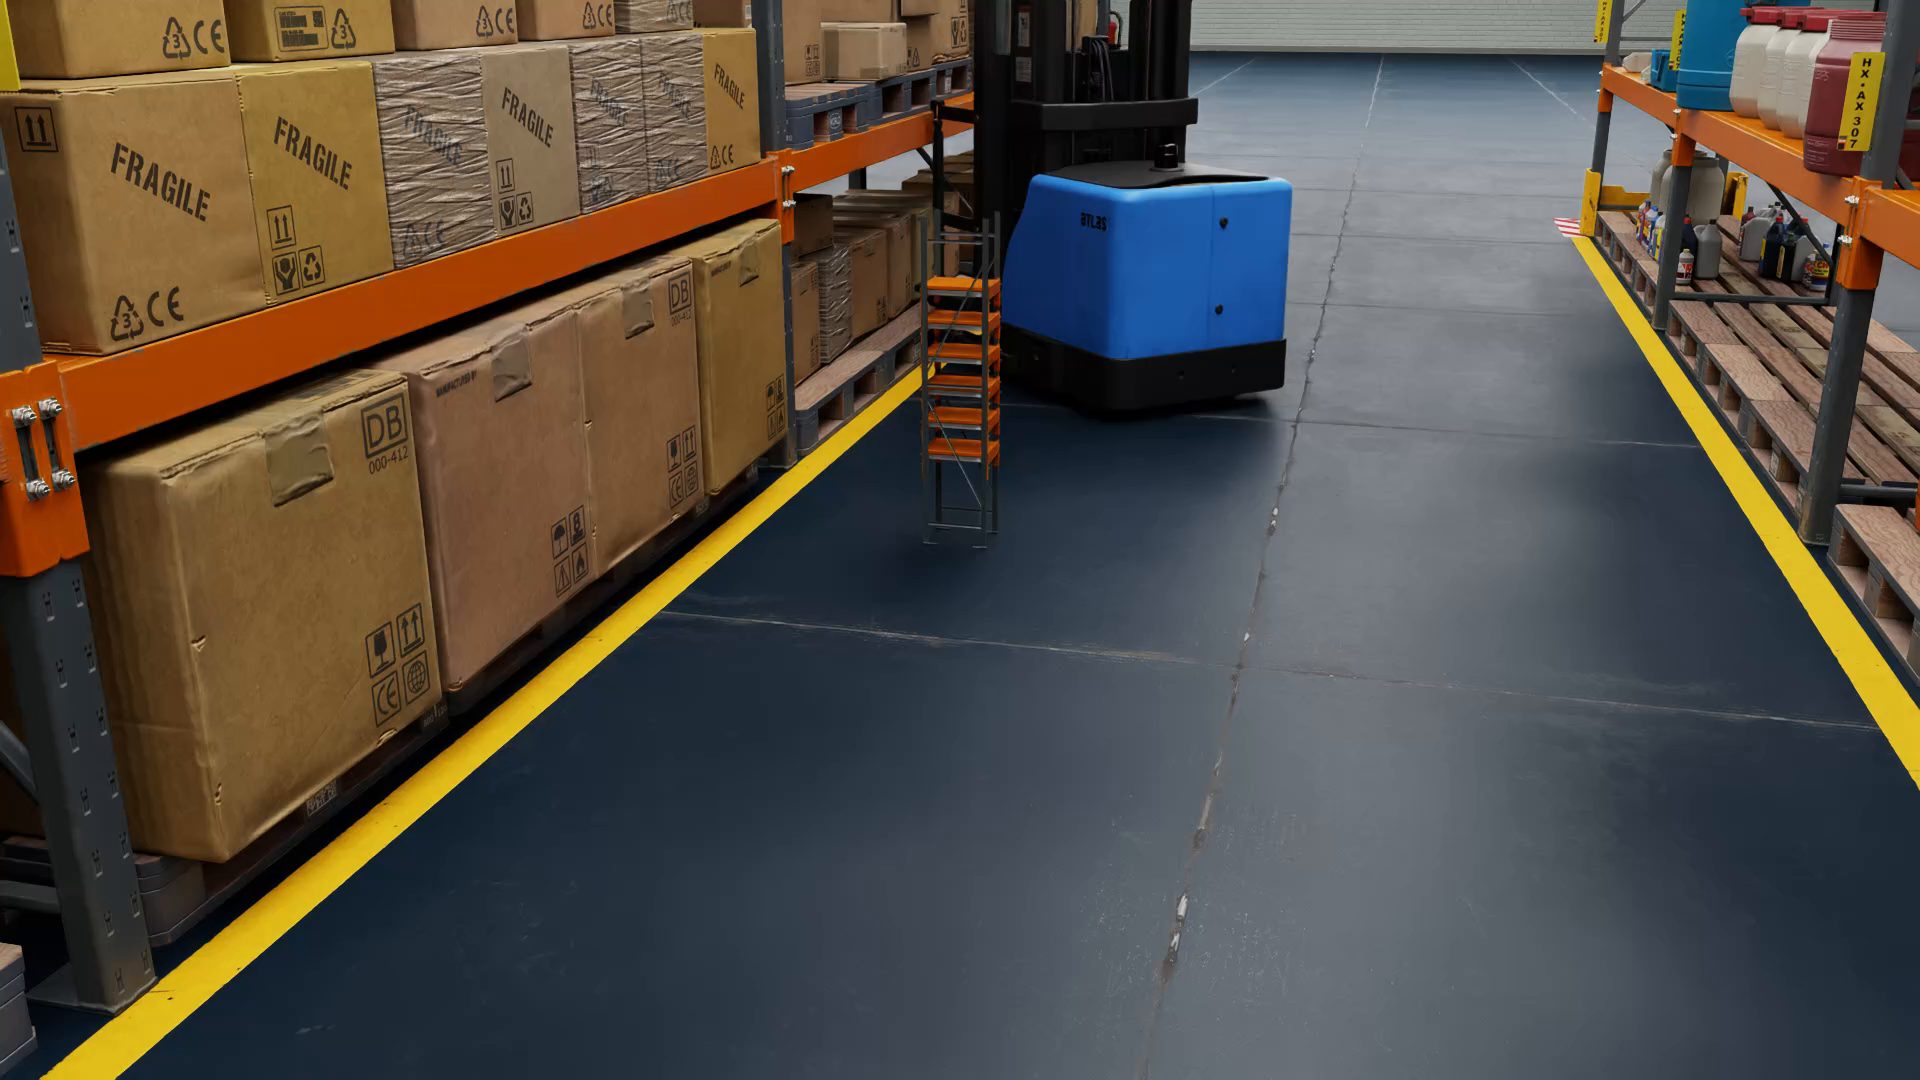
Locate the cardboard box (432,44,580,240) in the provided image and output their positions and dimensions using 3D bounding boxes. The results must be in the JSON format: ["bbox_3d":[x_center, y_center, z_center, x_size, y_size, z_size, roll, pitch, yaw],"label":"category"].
[{"bbox_3d":[-1.454,-1.161,4.792,0.500,0.500,0.500,5,19,14],"label":"cardboard box"}]

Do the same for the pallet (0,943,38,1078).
[{"bbox_3d":[-2.436,1.039,2.819,1.003,0.211,1.213,5,19,13],"label":"pallet"}]

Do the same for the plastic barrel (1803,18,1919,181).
[{"bbox_3d":[3.425,-1.609,6.047,0.600,0.536,0.708,5,19,13],"label":"plastic barrel"}]

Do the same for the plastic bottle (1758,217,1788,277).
[{"bbox_3d":[5.043,-1.815,10.279,0.144,0.351,0.185,5,19,13],"label":"plastic bottle"}]

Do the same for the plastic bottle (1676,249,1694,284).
[{"bbox_3d":[4.369,-1.651,10.030,0.097,0.201,0.097,0,19,0],"label":"plastic bottle"}]

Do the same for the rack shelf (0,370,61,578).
[{"bbox_3d":[-2.663,0.455,1.329,1.077,0.370,4.000,5,19,13],"label":"rack shelf"}]

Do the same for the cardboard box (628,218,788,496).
[{"bbox_3d":[-1.386,-0.745,6.366,1.225,0.875,0.875,4,19,11],"label":"cardboard box"}]

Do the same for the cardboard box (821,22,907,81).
[{"bbox_3d":[-0.565,-2.401,8.160,0.500,0.250,0.500,4,19,12],"label":"cardboard box"}]

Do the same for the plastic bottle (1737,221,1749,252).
[{"bbox_3d":[5.289,-2.040,11.169,0.097,0.201,0.097,0,19,0],"label":"plastic bottle"}]

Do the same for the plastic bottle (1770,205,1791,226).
[{"bbox_3d":[5.333,-1.996,10.809,0.144,0.351,0.185,5,19,13],"label":"plastic bottle"}]

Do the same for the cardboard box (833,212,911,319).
[{"bbox_3d":[-0.662,-1.531,9.217,0.700,0.500,0.500,3,19,9],"label":"cardboard box"}]

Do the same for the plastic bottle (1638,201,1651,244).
[{"bbox_3d":[4.742,-2.192,11.487,0.061,0.283,0.133,5,19,14],"label":"plastic bottle"}]

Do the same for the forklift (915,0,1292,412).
[{"bbox_3d":[0.445,-2.419,8.736,1.130,2.935,3.031,-10,21,-27],"label":"forklift"}]

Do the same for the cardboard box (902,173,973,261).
[{"bbox_3d":[-0.083,-2.158,11.083,0.500,0.500,0.500,4,19,12],"label":"cardboard box"}]

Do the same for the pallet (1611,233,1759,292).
[{"bbox_3d":[5.084,-1.900,11.425,1.003,0.211,1.213,5,19,13],"label":"pallet"}]

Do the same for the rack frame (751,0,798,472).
[{"bbox_3d":[-1.197,-1.767,6.719,1.000,3.000,0.127,5,19,13],"label":"rack frame"}]

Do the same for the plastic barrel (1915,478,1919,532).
[{"bbox_3d":[3.503,-0.392,5.404,0.600,0.830,0.708,5,19,13],"label":"plastic barrel"}]

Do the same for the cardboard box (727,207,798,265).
[{"bbox_3d":[-1.063,-1.359,7.552,0.500,0.250,0.500,5,20,16],"label":"cardboard box"}]

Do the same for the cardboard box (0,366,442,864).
[{"bbox_3d":[-2.037,0.092,3.916,1.225,0.875,0.875,5,19,14],"label":"cardboard box"}]

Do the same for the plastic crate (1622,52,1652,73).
[{"bbox_3d":[5.030,-3.503,12.211,0.298,0.136,0.250,5,19,13],"label":"plastic crate"}]

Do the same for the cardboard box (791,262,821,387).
[{"bbox_3d":[-1.053,-1.003,7.671,0.700,0.500,0.500,4,19,10],"label":"cardboard box"}]

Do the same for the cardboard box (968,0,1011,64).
[{"bbox_3d":[-0.050,-3.344,10.724,0.875,0.500,0.500,5,19,13],"label":"cardboard box"}]

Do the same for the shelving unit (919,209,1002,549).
[{"bbox_3d":[0.004,-0.572,6.007,0.258,1.200,0.189,5,19,13],"label":"shelving unit"}]

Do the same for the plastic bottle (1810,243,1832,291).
[{"bbox_3d":[5.086,-1.611,9.805,0.097,0.271,0.097,0,19,0],"label":"plastic bottle"}]

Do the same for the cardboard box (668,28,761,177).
[{"bbox_3d":[-1.077,-1.640,6.192,0.500,0.500,0.500,5,20,15],"label":"cardboard box"}]

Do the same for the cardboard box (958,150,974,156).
[{"bbox_3d":[0.304,-2.711,12.700,0.500,0.500,0.500,7,20,18],"label":"cardboard box"}]

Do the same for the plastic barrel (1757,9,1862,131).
[{"bbox_3d":[3.957,-2.181,7.722,0.433,0.535,0.433,0,19,0],"label":"plastic barrel"}]

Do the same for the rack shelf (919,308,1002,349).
[{"bbox_3d":[0.004,-0.757,5.944,0.258,0.103,0.180,5,19,13],"label":"rack shelf"}]

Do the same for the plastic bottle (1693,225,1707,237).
[{"bbox_3d":[4.658,-1.829,10.436,0.152,0.276,0.135,5,19,13],"label":"plastic bottle"}]

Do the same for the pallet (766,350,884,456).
[{"bbox_3d":[-1.005,-0.692,7.886,1.003,0.211,1.213,5,19,13],"label":"pallet"}]

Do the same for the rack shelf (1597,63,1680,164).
[{"bbox_3d":[5.072,-2.916,11.196,1.077,0.370,4.000,5,19,13],"label":"rack shelf"}]

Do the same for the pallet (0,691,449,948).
[{"bbox_3d":[-2.059,0.559,4.224,1.003,0.211,1.213,5,19,13],"label":"pallet"}]

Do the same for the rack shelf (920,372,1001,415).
[{"bbox_3d":[0.004,-0.530,6.021,0.258,0.103,0.180,5,19,13],"label":"rack shelf"}]

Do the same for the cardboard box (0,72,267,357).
[{"bbox_3d":[-1.820,-0.685,3.396,0.500,0.500,0.500,5,19,14],"label":"cardboard box"}]

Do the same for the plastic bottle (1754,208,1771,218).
[{"bbox_3d":[5.449,-2.115,11.272,0.152,0.276,0.135,5,19,14],"label":"plastic bottle"}]

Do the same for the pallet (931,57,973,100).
[{"bbox_3d":[-0.548,-2.701,9.753,1.003,0.211,1.213,5,19,13],"label":"pallet"}]

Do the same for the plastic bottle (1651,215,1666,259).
[{"bbox_3d":[4.630,-1.985,10.892,0.152,0.276,0.135,5,19,14],"label":"plastic bottle"}]

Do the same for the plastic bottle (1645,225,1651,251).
[{"bbox_3d":[4.683,-2.053,11.207,0.097,0.201,0.097,0,19,0],"label":"plastic bottle"}]

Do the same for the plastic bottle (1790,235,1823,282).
[{"bbox_3d":[5.138,-1.717,10.107,0.152,0.276,0.135,5,20,15],"label":"plastic bottle"}]

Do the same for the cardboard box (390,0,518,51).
[{"bbox_3d":[-1.711,-1.646,4.659,0.797,0.503,0.637,5,20,15],"label":"cardboard box"}]

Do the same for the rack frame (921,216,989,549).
[{"bbox_3d":[-0.019,-0.544,5.923,0.240,1.200,0.006,5,19,13],"label":"rack frame"}]

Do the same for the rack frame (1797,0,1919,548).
[{"bbox_3d":[3.606,-1.375,5.574,1.000,3.000,0.127,5,19,13],"label":"rack frame"}]

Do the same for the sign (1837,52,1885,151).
[{"bbox_3d":[3.071,-1.494,5.668,0.100,0.325,0.005,5,19,13],"label":"sign"}]

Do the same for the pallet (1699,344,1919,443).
[{"bbox_3d":[4.133,-0.677,7.842,1.003,0.211,1.213,5,19,13],"label":"pallet"}]
